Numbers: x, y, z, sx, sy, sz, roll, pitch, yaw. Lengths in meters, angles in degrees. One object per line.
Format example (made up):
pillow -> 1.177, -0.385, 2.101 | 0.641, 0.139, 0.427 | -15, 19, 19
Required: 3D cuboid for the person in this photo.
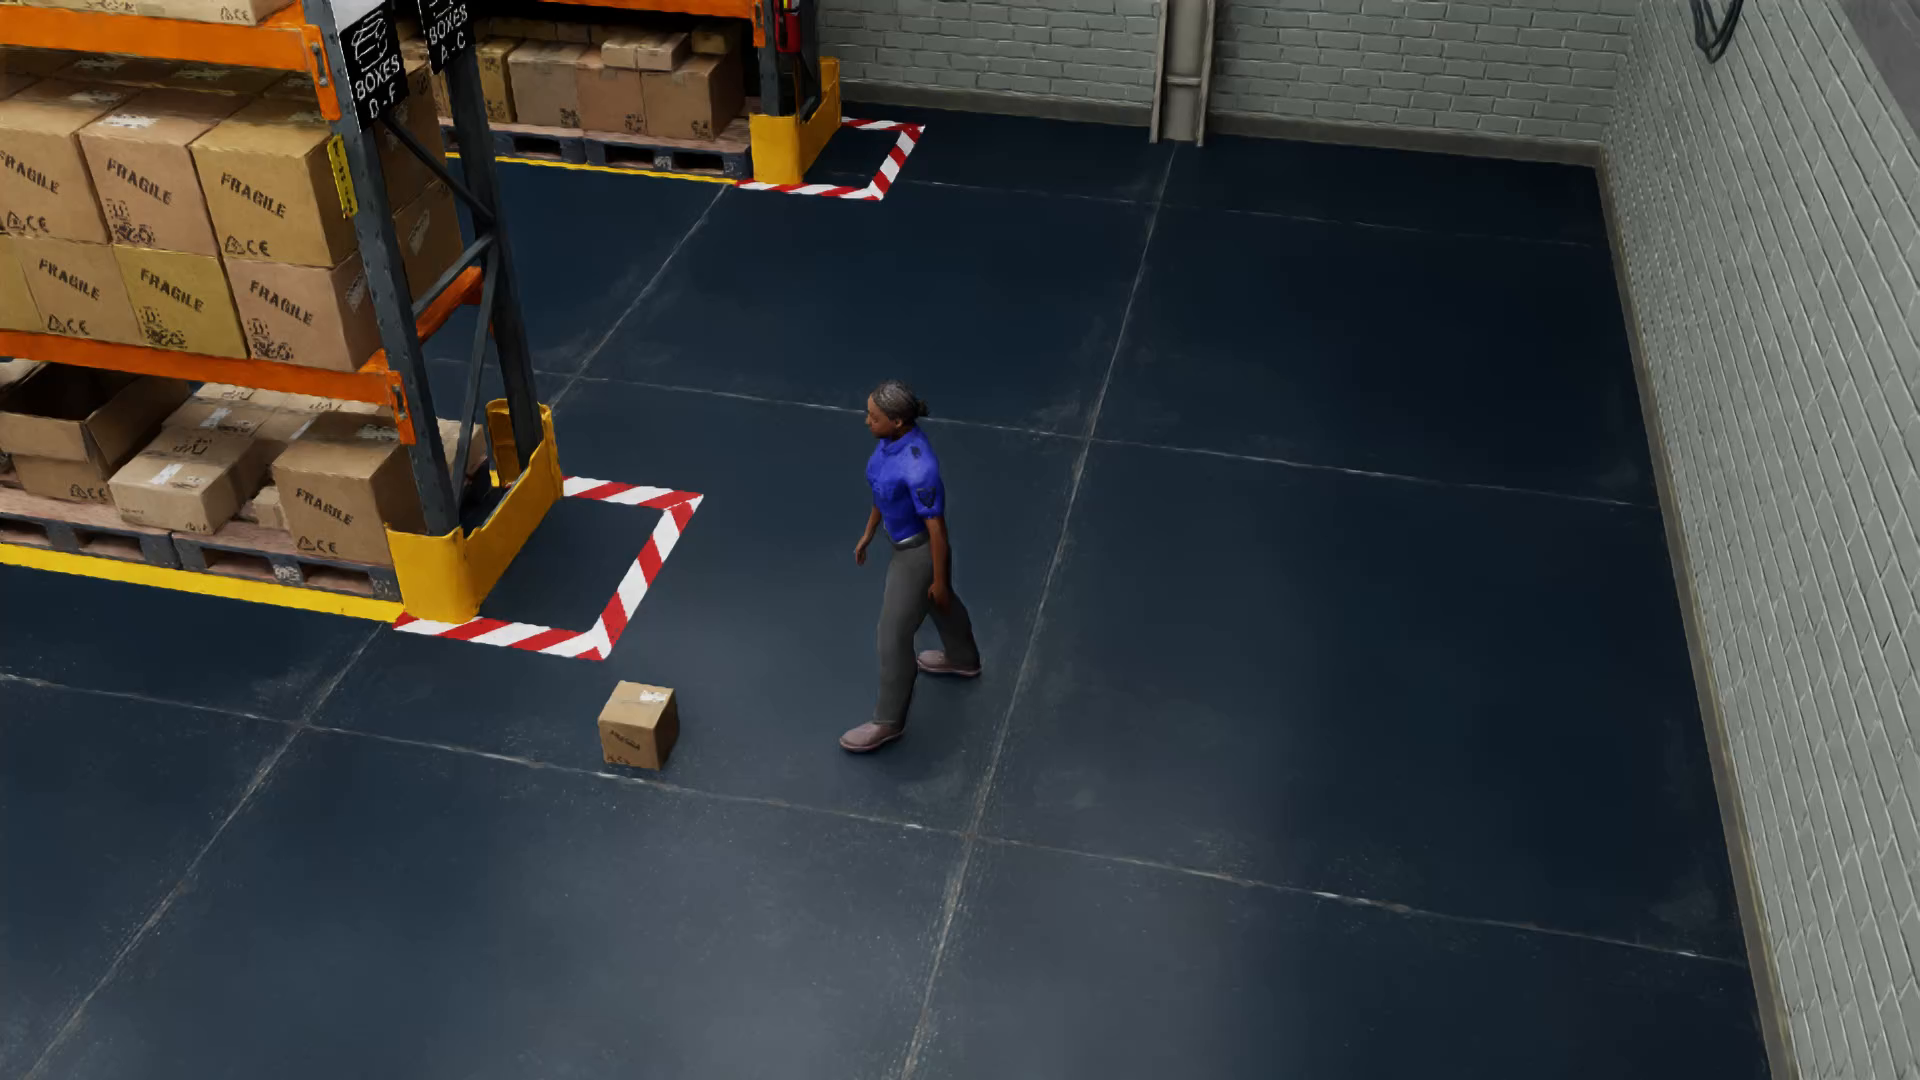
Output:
person -> -0.216, 0.065, 6.876 | 0.686, 1.626, 0.578 | -6, 37, -8
